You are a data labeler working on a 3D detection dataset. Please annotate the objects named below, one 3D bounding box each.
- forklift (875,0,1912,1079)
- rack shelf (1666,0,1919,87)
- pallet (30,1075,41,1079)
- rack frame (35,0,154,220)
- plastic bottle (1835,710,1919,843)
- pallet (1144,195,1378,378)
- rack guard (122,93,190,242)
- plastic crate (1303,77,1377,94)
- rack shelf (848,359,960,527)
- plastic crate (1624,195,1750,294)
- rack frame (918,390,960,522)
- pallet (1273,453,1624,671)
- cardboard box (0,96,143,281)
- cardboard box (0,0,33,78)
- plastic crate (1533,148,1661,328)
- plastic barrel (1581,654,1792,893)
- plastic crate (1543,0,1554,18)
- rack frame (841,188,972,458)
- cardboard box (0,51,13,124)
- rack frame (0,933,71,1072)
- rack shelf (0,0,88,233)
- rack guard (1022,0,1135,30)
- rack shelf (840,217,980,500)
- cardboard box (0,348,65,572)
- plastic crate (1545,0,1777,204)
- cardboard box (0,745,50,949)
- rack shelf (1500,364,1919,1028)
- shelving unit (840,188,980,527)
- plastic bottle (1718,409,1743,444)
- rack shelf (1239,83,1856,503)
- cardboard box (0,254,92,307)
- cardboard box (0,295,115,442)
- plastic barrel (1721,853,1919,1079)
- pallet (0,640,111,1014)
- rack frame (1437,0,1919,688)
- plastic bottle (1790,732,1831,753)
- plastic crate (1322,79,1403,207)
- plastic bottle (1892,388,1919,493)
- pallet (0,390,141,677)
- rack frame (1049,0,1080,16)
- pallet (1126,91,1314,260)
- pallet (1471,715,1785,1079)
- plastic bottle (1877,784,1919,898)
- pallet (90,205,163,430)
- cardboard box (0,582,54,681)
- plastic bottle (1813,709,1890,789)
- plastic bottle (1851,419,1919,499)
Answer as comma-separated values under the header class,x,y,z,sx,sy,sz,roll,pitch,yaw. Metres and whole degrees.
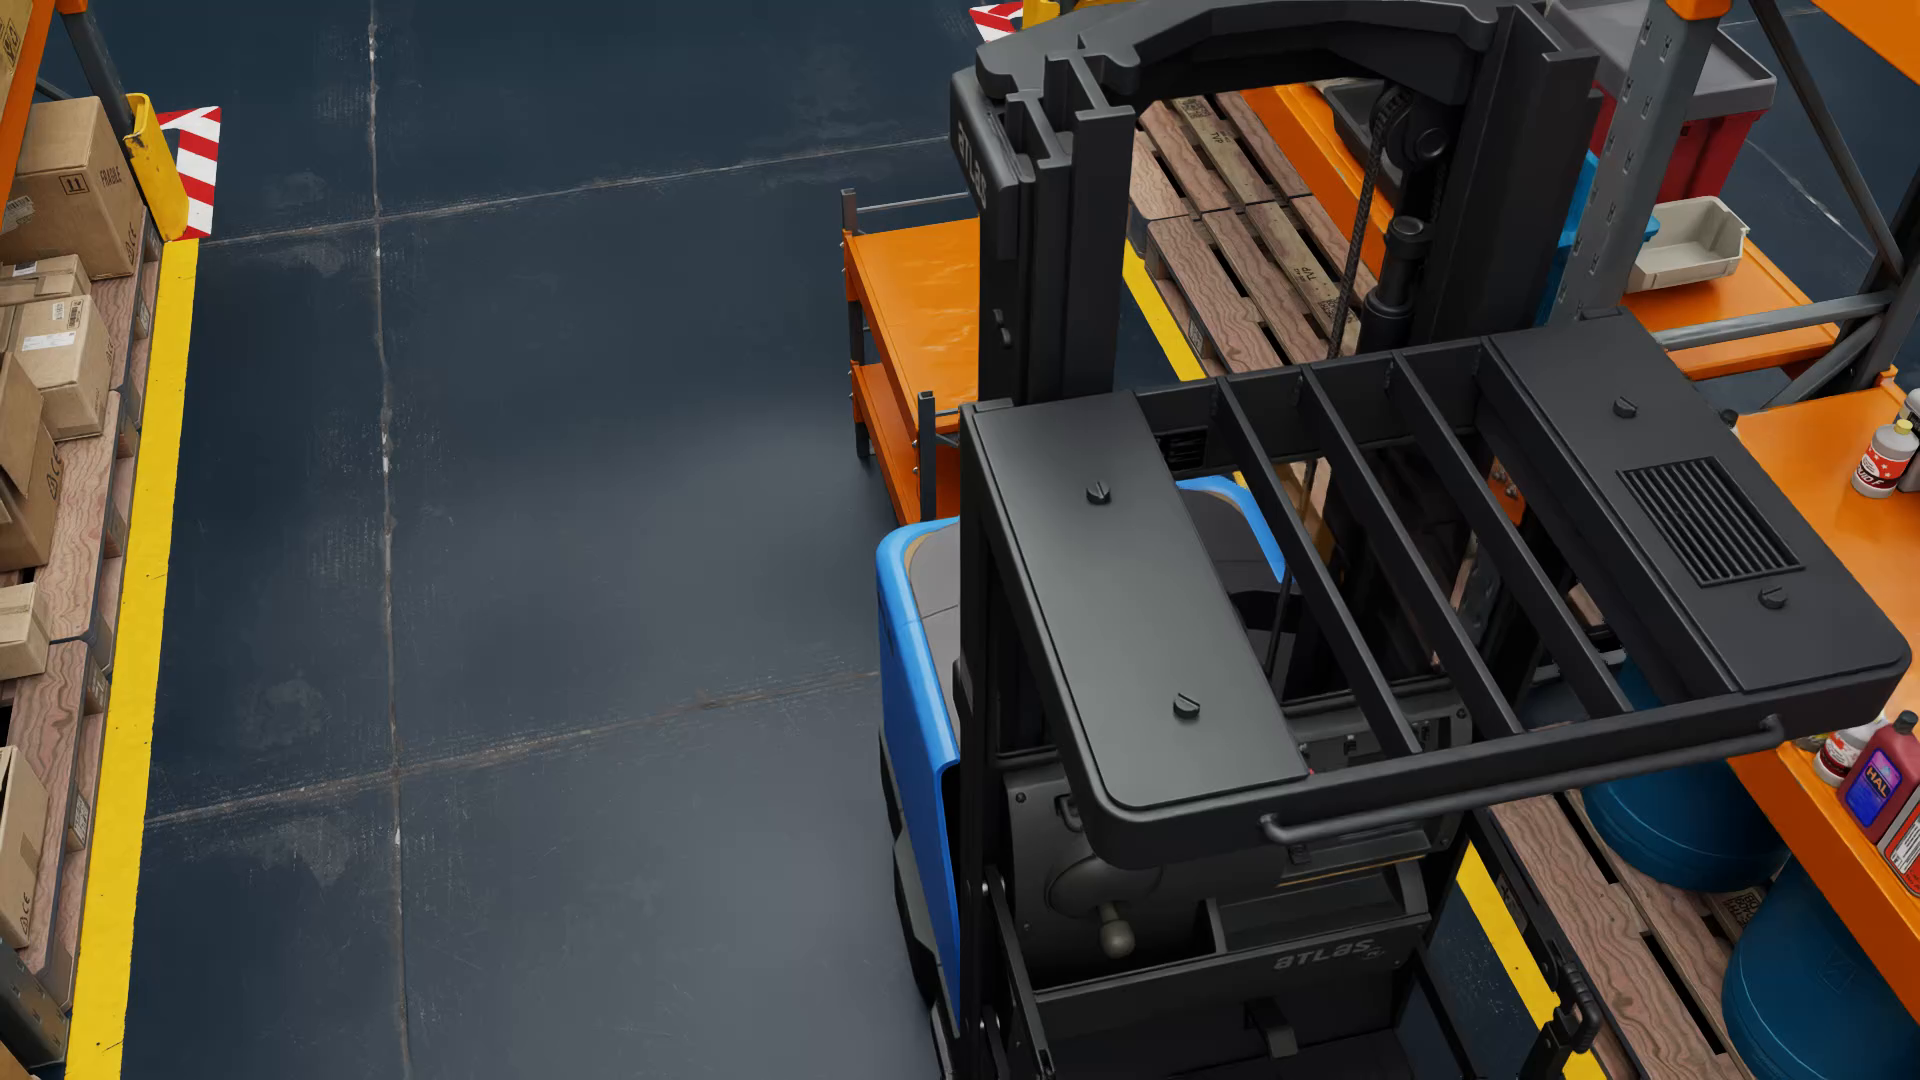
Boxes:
class,x,y,z,sx,sy,sz,roll,pitch,yaw
forklift,0.597,0.645,3.066,1.130,2.935,3.031,-9,46,-9
rack shelf,2.440,0.062,1.993,1.077,0.370,4.000,-11,47,-10
pallet,-2.617,1.913,3.728,1.003,0.211,1.213,-11,47,-10
rack frame,-3.885,-2.380,5.982,1.000,3.000,0.127,-11,47,-10
plastic bottle,1.837,0.464,3.277,0.061,0.283,0.133,-11,47,-10
pallet,1.386,-0.890,6.474,1.003,0.211,1.213,-11,47,-10
rack guard,-3.866,-1.452,6.823,1.175,0.500,0.348,-11,47,-10
plastic crate,1.192,-1.597,5.358,0.293,0.136,0.466,-11,47,-10
rack shelf,-0.002,-0.227,5.527,0.538,0.278,1.000,-11,47,-10
plastic crate,1.947,-0.797,4.574,0.396,0.136,0.243,-11,47,-10
rack frame,0.128,-0.047,5.009,0.500,1.125,0.032,-11,47,-10
pallet,1.702,-0.046,5.647,1.003,0.211,1.213,-11,47,-10
cardboard box,-3.508,-1.328,6.394,0.500,0.500,0.500,-11,47,-10
cardboard box,-3.371,-1.798,5.342,0.500,0.500,0.500,-10,46,-10
plastic crate,1.479,-0.797,4.400,0.392,0.384,0.575,-11,47,-10
plastic barrel,2.051,0.445,4.389,0.600,0.901,0.708,-11,47,-10
plastic crate,1.715,-1.589,5.248,0.437,0.282,0.530,-11,47,-10
rack frame,-0.132,-0.749,5.697,0.500,1.125,0.032,-11,47,-10
cardboard box,-3.249,-1.452,5.003,0.500,0.500,0.500,-10,46,-10
rack frame,-2.861,0.382,3.276,1.000,3.000,0.127,-11,47,-10
rack shelf,-3.373,-0.747,4.886,1.077,0.370,4.000,-11,47,-10
rack guard,0.885,-2.422,7.774,1.175,0.500,0.348,-11,47,-10
rack shelf,-0.002,-0.603,5.144,0.538,0.278,1.000,-11,47,-10
cardboard box,-3.347,-0.194,5.280,0.797,0.503,0.637,-11,47,-10
plastic crate,1.942,-1.227,4.765,0.402,0.464,0.583,-11,47,-10
cardboard box,-2.760,0.840,4.401,0.500,0.311,0.500,-11,47,-10
rack shelf,2.440,1.111,3.064,1.077,0.370,4.000,-11,47,-10
shelving unit,-0.002,-0.398,5.353,0.538,1.125,1.048,-11,47,-10
plastic bottle,1.715,-0.174,3.855,0.144,0.351,0.185,-11,47,-10
rack shelf,1.416,-1.650,5.771,1.077,0.370,4.000,-11,47,-10
cardboard box,-3.491,-0.916,6.223,0.380,0.166,0.250,-11,47,-10
cardboard box,-3.294,-0.580,5.835,0.500,0.250,0.500,-11,47,-10
plastic barrel,2.232,0.934,3.910,0.600,0.901,0.708,-11,47,-10
pallet,-3.036,0.884,4.736,1.003,0.211,1.213,-11,47,-10
rack frame,1.928,-0.521,4.161,1.000,3.000,0.127,-11,47,-10
plastic bottle,1.800,0.342,3.453,0.097,0.201,0.097,0,46,0
plastic crate,1.382,-1.170,4.947,0.437,0.125,0.590,-11,47,-10
plastic bottle,2.341,-0.265,3.996,0.152,0.276,0.135,-11,47,-10
pallet,-3.352,0.040,5.563,1.003,0.211,1.213,-11,47,-10
rack frame,0.904,-3.283,6.867,1.000,3.000,0.127,-11,47,-10
pallet,1.078,-1.730,7.298,1.003,0.211,1.213,-11,47,-10
pallet,2.085,0.995,4.627,1.003,0.211,1.213,-11,47,-10
plastic bottle,1.915,0.551,3.197,0.152,0.276,0.135,-11,47,-10
pallet,-3.661,-0.801,6.387,1.003,0.211,1.213,-11,47,-10
cardboard box,-2.991,0.295,5.037,0.380,0.166,0.250,-11,47,-10
plastic bottle,1.825,0.410,3.387,0.097,0.201,0.097,0,46,0
plastic bottle,2.225,-0.203,3.988,0.097,0.201,0.097,0,46,0
